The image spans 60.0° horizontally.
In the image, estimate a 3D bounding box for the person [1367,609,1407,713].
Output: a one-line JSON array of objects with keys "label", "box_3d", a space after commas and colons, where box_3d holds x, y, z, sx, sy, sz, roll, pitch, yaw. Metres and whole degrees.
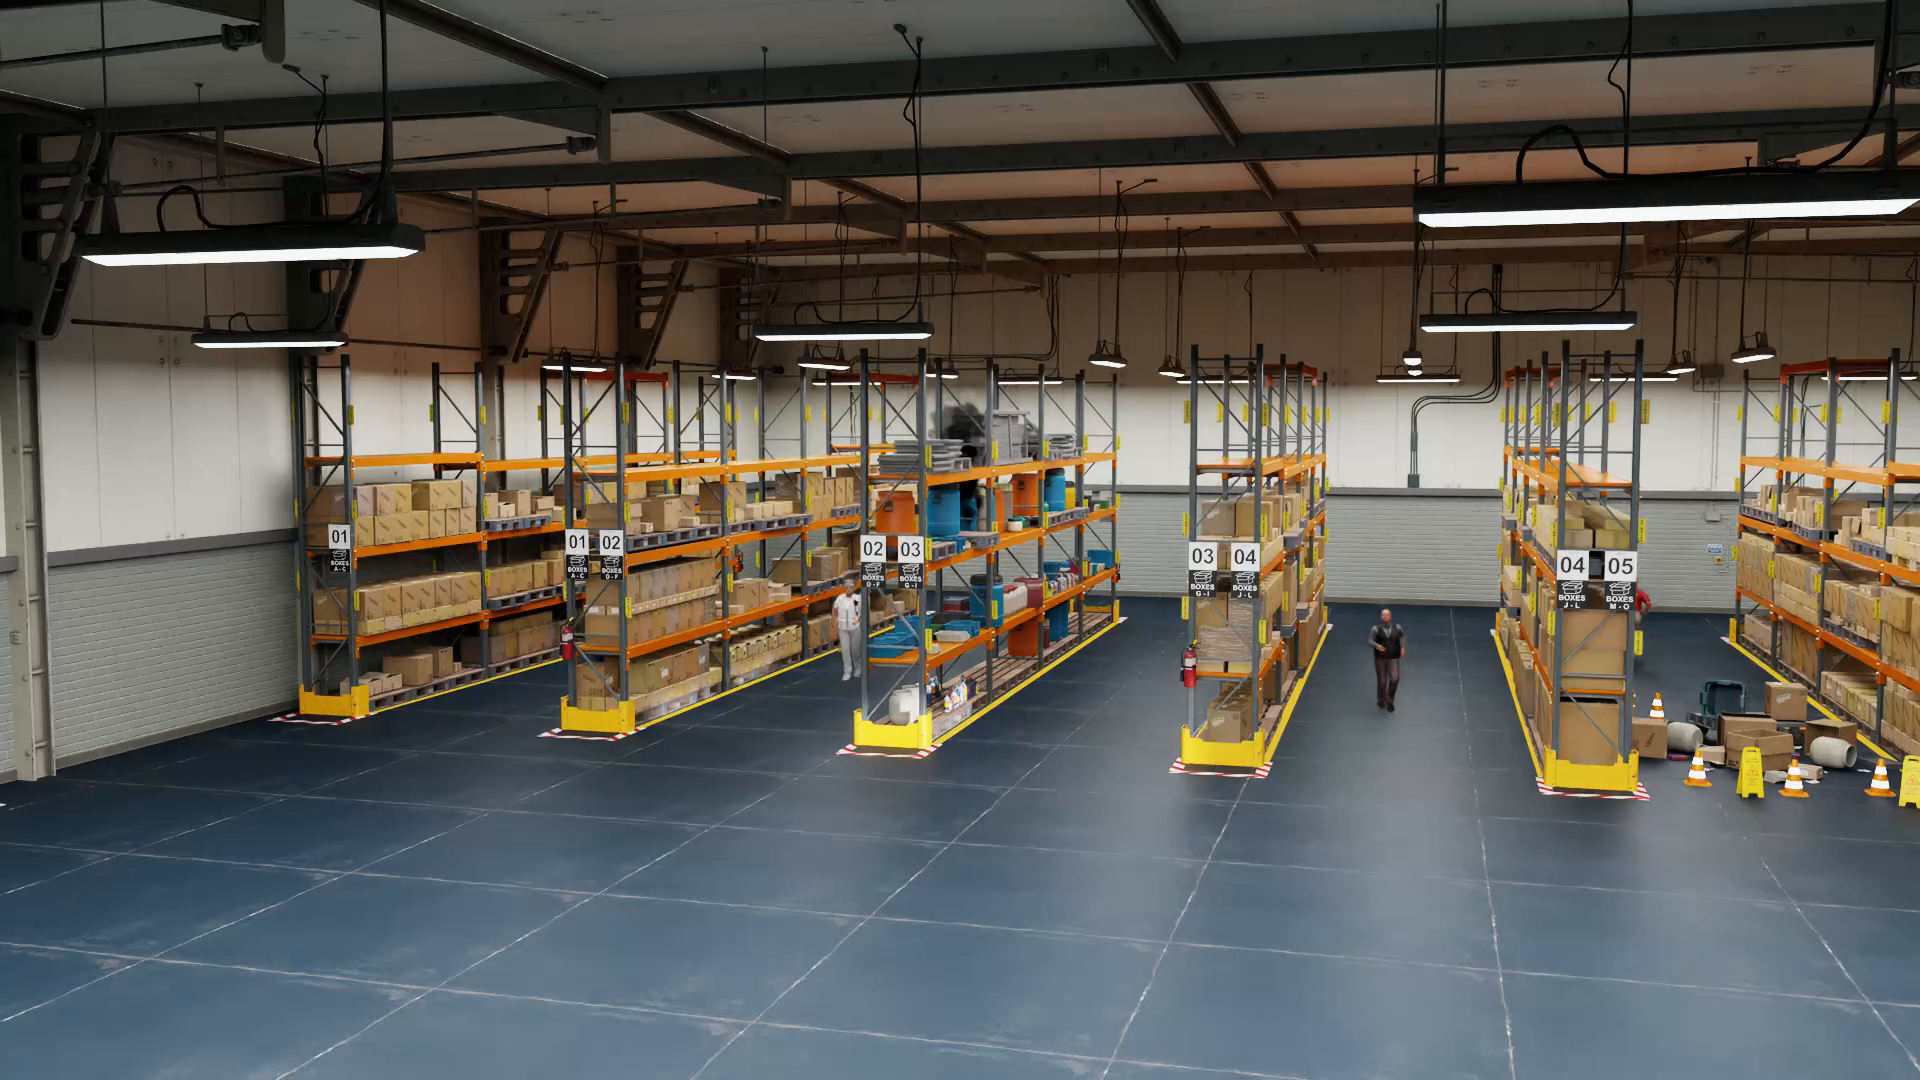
[{"label": "person", "box_3d": [7.238, 2.048, 28.193, 0.661, 1.745, 0.707, 1, 4, 11]}]

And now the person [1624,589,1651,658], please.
[{"label": "person", "box_3d": [13.685, 1.610, 33.894, 0.676, 1.694, 0.886, 1, 4, 7]}]

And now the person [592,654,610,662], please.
[{"label": "person", "box_3d": [-6.399, 1.978, 29.851, 0.594, 1.598, 0.585, 0, 4, 6]}]

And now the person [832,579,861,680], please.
[{"label": "person", "box_3d": [-1.992, 1.602, 29.943, 0.671, 1.815, 0.726, 1, 4, 7]}]
